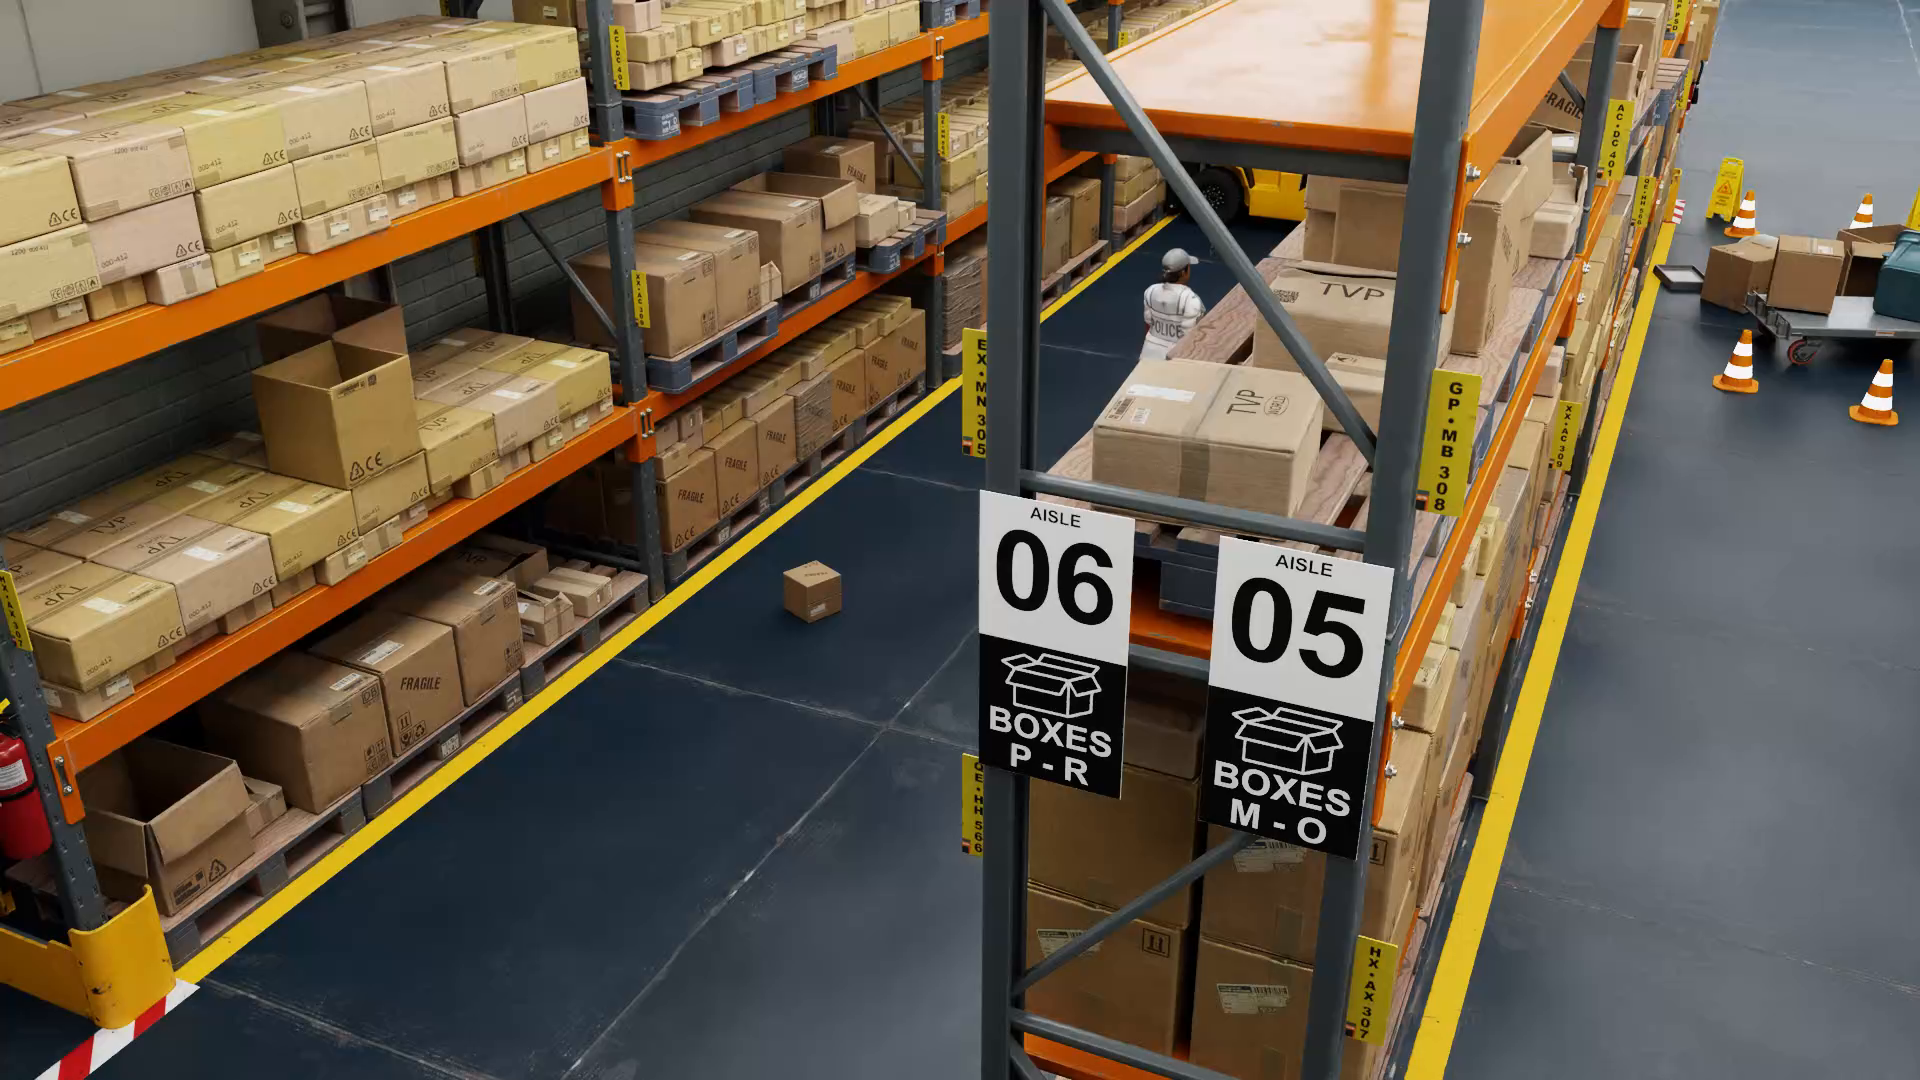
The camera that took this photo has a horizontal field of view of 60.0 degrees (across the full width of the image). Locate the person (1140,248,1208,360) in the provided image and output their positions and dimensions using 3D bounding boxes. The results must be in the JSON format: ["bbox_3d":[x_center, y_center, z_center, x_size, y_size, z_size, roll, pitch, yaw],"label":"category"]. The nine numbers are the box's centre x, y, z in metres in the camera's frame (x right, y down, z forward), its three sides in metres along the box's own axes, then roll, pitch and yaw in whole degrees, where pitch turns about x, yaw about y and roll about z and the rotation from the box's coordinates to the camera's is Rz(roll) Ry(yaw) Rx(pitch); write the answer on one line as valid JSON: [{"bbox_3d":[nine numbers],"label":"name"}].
[{"bbox_3d":[1.500,-1.202,11.542,0.478,1.703,0.471,19,32,34],"label":"person"}]
